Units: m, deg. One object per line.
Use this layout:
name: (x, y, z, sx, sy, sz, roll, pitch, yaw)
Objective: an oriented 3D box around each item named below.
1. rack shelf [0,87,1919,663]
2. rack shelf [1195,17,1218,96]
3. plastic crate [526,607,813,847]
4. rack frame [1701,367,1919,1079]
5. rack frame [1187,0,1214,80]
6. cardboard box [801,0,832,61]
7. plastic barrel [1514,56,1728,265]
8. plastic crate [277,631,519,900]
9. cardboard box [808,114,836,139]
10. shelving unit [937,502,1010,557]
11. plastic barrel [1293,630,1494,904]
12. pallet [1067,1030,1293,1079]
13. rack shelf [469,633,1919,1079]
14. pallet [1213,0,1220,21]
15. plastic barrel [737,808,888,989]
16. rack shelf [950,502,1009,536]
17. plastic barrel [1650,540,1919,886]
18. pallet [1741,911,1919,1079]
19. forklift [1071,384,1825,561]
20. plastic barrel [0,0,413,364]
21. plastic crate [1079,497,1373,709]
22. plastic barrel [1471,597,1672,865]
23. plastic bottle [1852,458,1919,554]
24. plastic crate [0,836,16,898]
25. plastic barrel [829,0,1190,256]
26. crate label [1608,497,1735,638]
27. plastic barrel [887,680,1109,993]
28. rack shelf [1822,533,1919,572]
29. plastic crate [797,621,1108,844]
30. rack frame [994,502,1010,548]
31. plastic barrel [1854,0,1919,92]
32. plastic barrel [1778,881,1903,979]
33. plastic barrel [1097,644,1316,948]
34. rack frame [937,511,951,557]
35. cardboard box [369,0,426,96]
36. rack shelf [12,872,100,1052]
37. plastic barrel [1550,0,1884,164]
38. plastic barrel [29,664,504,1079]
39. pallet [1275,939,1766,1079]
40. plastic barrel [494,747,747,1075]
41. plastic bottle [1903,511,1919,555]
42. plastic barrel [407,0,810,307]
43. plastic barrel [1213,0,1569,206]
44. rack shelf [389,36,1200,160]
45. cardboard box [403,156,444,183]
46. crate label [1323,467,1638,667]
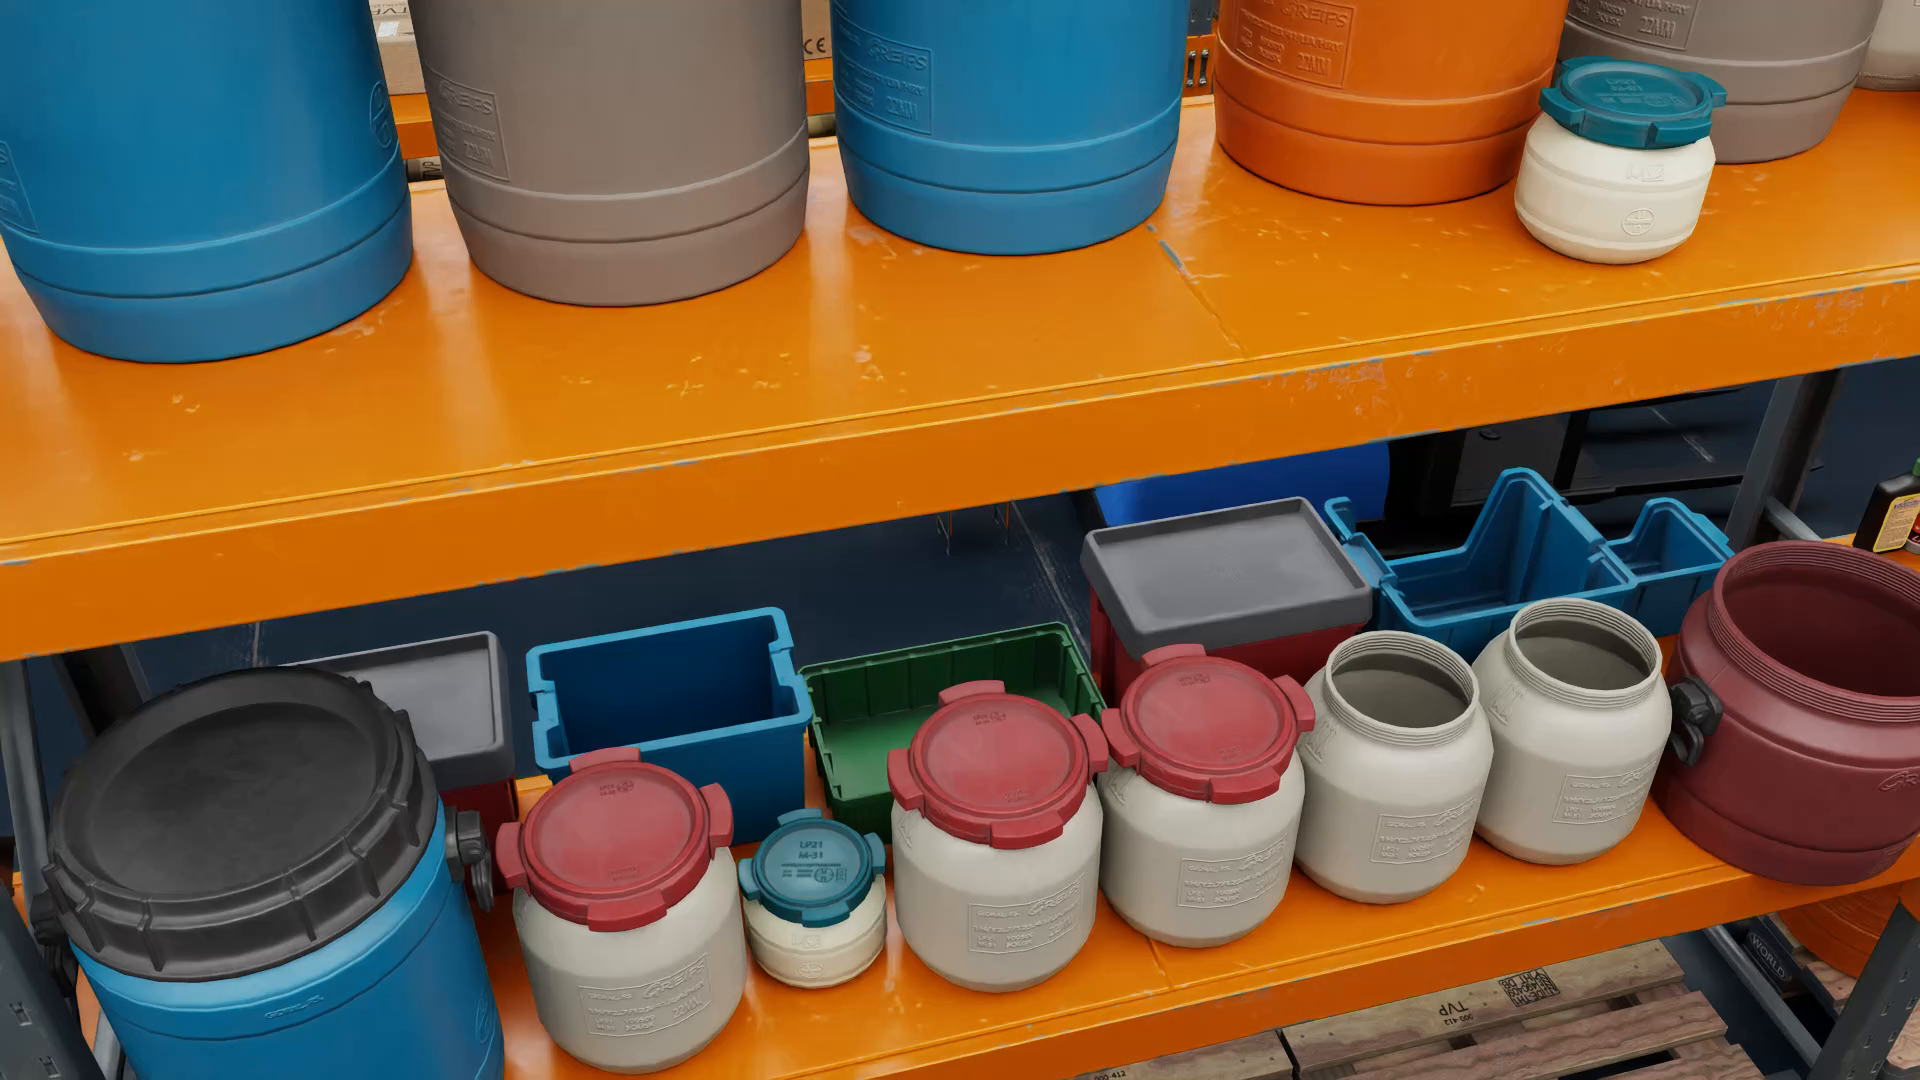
rack shelf: (0.316, -0.412, 2.942, 4.000, 0.370, 1.077, -9, 38, -12)
rack shelf: (2.890, -2.760, 8.481, 4.000, 0.370, 1.077, -9, 38, -12)
plastic crate: (-0.631, 0.460, 3.693, 0.575, 0.384, 0.392, -9, 38, -12)
rack frame: (2.247, 0.177, 4.049, 0.127, 3.000, 1.000, -9, 38, -12)
rack frame: (0.959, -2.729, 7.848, 0.127, 3.000, 1.000, -9, 38, -12)
cardboard box: (-0.657, -2.493, 7.458, 0.500, 0.500, 0.500, -11, 39, -14)
plastic barrel: (1.080, -0.621, 2.738, 0.301, 0.262, 0.301, 0, 37, 0)
plastic crate: (-1.227, 0.529, 3.537, 0.583, 0.464, 0.402, -9, 38, -12)
cardboard box: (-0.621, -1.948, 8.283, 0.500, 0.311, 0.500, -10, 39, -13)
shelving unit: (0.052, -0.425, 6.442, 0.252, 1.050, 0.215, -9, 38, -12)
plastic barrel: (0.902, 0.488, 3.551, 0.421, 0.512, 0.421, 0, 37, 0)
pallet: (0.313, 1.576, 4.516, 1.213, 0.211, 1.003, -9, 38, -12)
rack shelf: (0.316, 0.780, 3.854, 4.000, 0.370, 1.077, -9, 38, -12)
pallet: (1.595, -2.801, 8.101, 1.003, 0.211, 1.213, -9, 38, -12)
plastic barrel: (-0.297, 0.746, 3.420, 0.301, 0.262, 0.301, 0, 37, 0)
rack shelf: (0.052, -0.196, 6.617, 0.240, 0.259, 0.215, -9, 38, -12)
plastic barrel: (1.878, 0.374, 3.680, 0.708, 0.536, 0.600, -9, 38, -12)
pallet: (2.997, 1.136, 5.092, 1.213, 0.211, 1.003, -9, 38, -12)
forklift: (1.982, -1.351, 6.104, 3.031, 2.935, 1.130, -5, 38, -7)
plastic barrel: (-1.181, -0.787, 2.429, 0.708, 0.901, 0.600, -9, 38, -12)
plastic crate: (0.607, 0.228, 3.930, 0.583, 0.464, 0.402, -9, 38, -12)
plastic barrel: (1.309, 0.421, 3.639, 0.421, 0.512, 0.421, 0, 37, 0)
plastic bottle: (2.526, -0.091, 4.496, 0.133, 0.283, 0.061, -9, 38, -12)
plastic crate: (-2.154, 0.844, 3.229, 0.504, 0.338, 0.767, -9, 38, -12)
plastic barrel: (0.082, -0.995, 2.700, 0.708, 0.901, 0.600, -9, 38, -12)
crate label: (1.742, 0.091, 4.300, 0.416, 0.233, 0.303, -9, 38, -12)
plastic barrel: (0.074, 0.618, 3.362, 0.433, 0.535, 0.433, 0, 37, 0)
rack shelf: (4.177, 0.146, 4.682, 4.000, 0.370, 1.077, -9, 38, -12)
plastic crate: (-0.007, 0.454, 3.863, 0.662, 0.188, 0.450, -9, 38, -12)
rack frame: (0.169, -0.445, 6.467, 0.008, 1.050, 0.200, -9, 38, -12)
plastic barrel: (1.867, -1.189, 3.275, 0.421, 0.512, 0.421, 0, 37, 0)
plastic barrel: (2.714, 0.785, 4.696, 0.708, 0.830, 0.600, -9, 38, -12)
plastic barrel: (0.492, 0.549, 3.451, 0.433, 0.535, 0.433, 0, 37, 0)
rack frame: (-0.066, -0.406, 6.417, 0.008, 1.050, 0.200, -9, 38, -12)
cardboard box: (-2.439, -2.139, 7.201, 0.500, 0.250, 0.500, -7, 38, -9)
rack shelf: (-3.546, 1.413, 3.026, 4.000, 0.370, 1.077, -9, 38, -12)
plastic barrel: (1.397, -1.210, 2.982, 0.600, 0.901, 0.600, 0, 37, 0)
plastic barrel: (-1.163, 0.728, 2.916, 0.708, 0.901, 0.600, -9, 38, -12)
pallet: (1.489, 1.385, 4.766, 1.213, 0.211, 1.003, -9, 38, -12)
plastic barrel: (-0.634, 0.734, 3.210, 0.433, 0.535, 0.433, 0, 37, 0)
plastic bottle: (2.642, -0.066, 4.531, 0.097, 0.201, 0.097, 0, 37, 0)
plastic barrel: (-0.549, -0.891, 2.565, 0.600, 0.901, 0.600, 0, 37, 0)
plastic barrel: (0.766, -1.078, 2.868, 0.708, 0.830, 0.600, -9, 38, -12)
rack shelf: (-0.972, -2.126, 7.653, 4.000, 0.370, 1.077, -9, 38, -12)
cardboard box: (-2.587, -1.625, 7.861, 0.500, 0.311, 0.500, -9, 38, -12)
crate label: (1.217, 0.162, 4.040, 0.616, 0.435, 0.502, -9, 38, -12)
